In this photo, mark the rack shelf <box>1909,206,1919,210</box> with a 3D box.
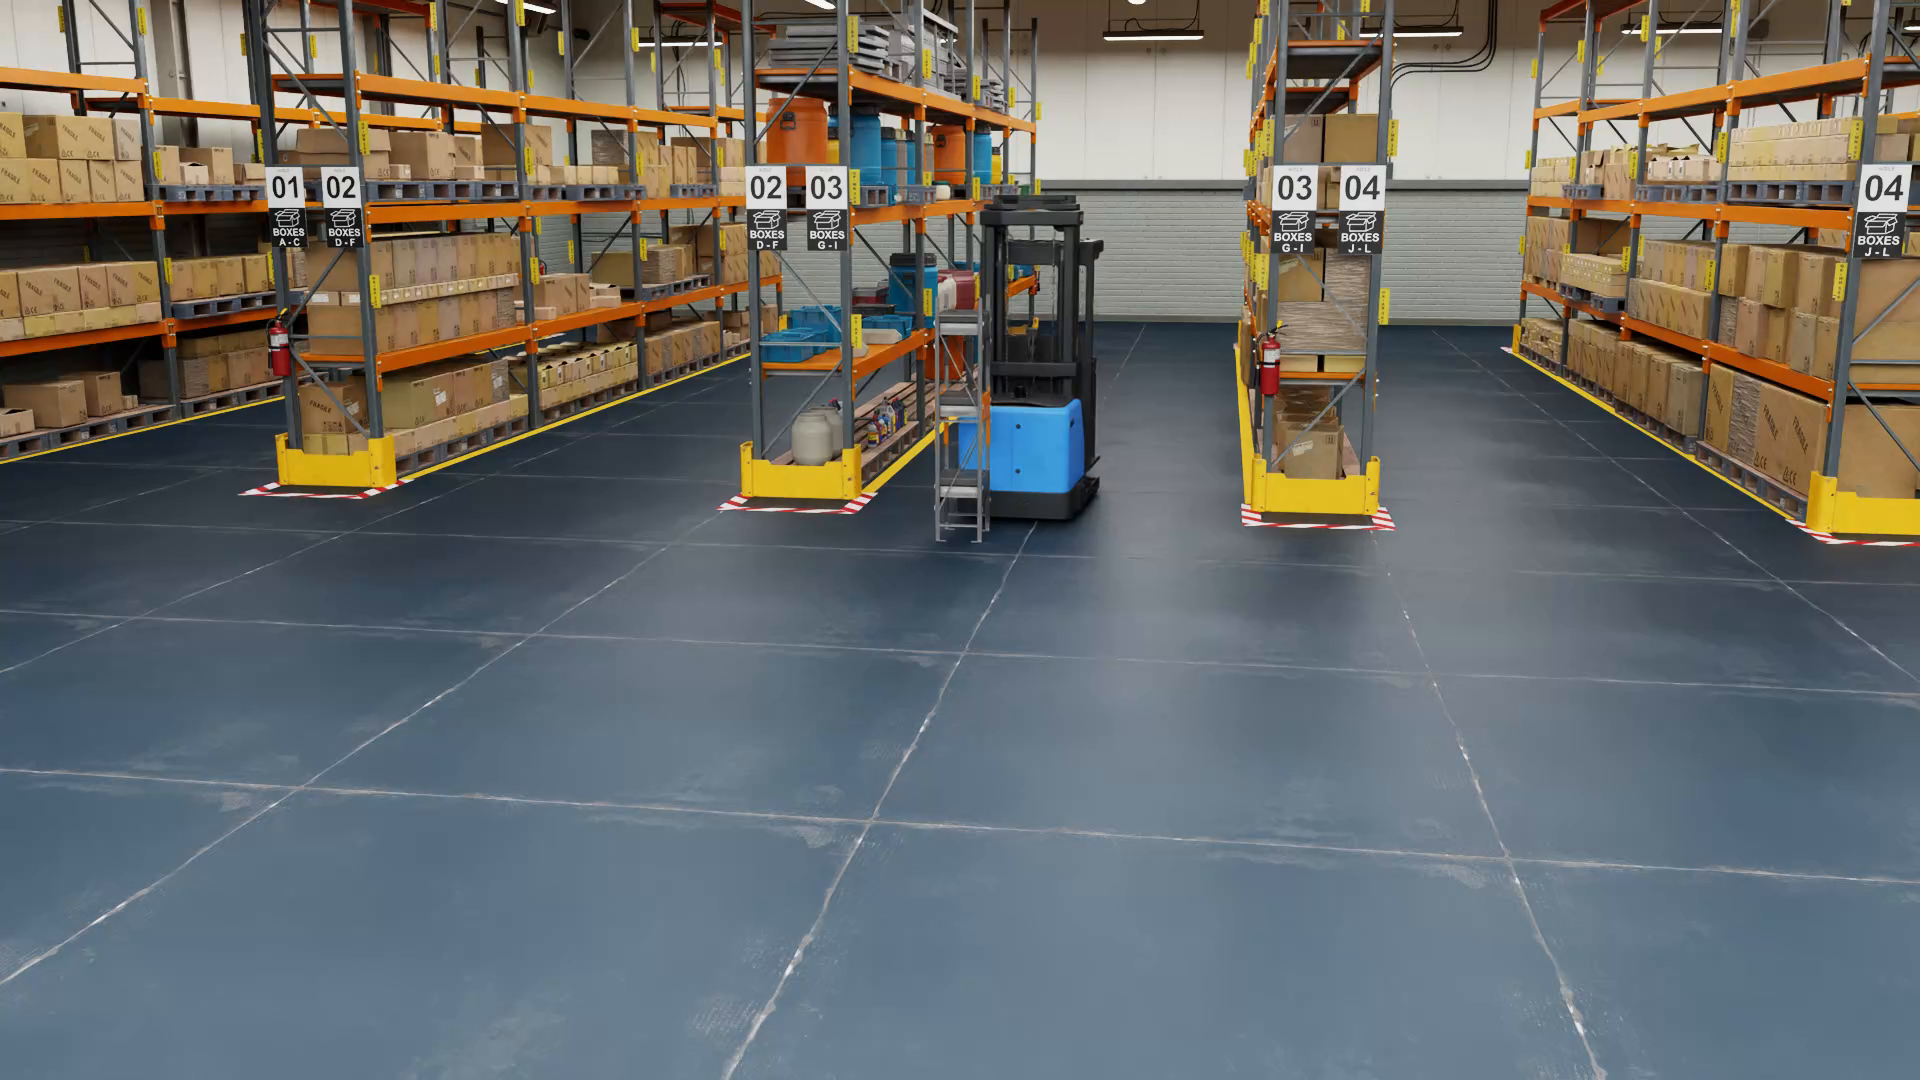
[{"bbox_3d":[14.681,-4.614,23.371,1.077,0.370,4.000,2,12,9],"label":"rack shelf"}]

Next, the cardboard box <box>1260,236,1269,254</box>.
[{"bbox_3d":[3.645,-3.169,18.762,0.500,0.500,0.500,2,12,9],"label":"cardboard box"}]

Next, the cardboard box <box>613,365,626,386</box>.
[{"bbox_3d":[-5.123,-2.362,23.864,0.500,0.250,0.500,2,12,8],"label":"cardboard box"}]

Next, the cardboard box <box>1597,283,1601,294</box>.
[{"bbox_3d":[9.167,-3.528,23.342,0.380,0.149,0.250,2,12,10],"label":"cardboard box"}]

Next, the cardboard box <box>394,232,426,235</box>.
[{"bbox_3d":[-9.394,-5.077,28.162,0.500,0.250,0.500,2,12,10],"label":"cardboard box"}]

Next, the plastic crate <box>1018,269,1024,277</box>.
[{"bbox_3d":[0.971,-4.955,30.848,0.396,0.136,0.243,2,12,9],"label":"plastic crate"}]

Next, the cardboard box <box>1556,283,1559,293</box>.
[{"bbox_3d":[9.826,-4.057,26.792,0.380,0.149,0.250,2,12,7],"label":"cardboard box"}]

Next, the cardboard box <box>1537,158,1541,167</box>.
[{"bbox_3d":[10.251,-6.553,28.885,0.380,0.149,0.250,2,12,9],"label":"cardboard box"}]

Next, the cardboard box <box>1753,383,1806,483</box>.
[{"bbox_3d":[8.408,-1.050,16.293,0.875,0.875,0.875,2,12,8],"label":"cardboard box"}]

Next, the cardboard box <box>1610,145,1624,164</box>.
[{"bbox_3d":[9.449,-5.473,23.594,0.396,0.266,0.258,2,12,9],"label":"cardboard box"}]

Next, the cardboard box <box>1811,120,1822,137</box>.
[{"bbox_3d":[8.070,-3.785,15.286,0.380,0.149,0.250,2,12,10],"label":"cardboard box"}]

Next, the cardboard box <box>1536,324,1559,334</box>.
[{"bbox_3d":[10.098,-3.618,28.518,0.380,0.149,0.250,2,12,10],"label":"cardboard box"}]

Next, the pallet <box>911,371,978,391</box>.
[{"bbox_3d":[-0.233,-2.367,24.976,1.003,0.211,1.213,2,12,9],"label":"pallet"}]

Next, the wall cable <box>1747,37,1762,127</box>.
[{"bbox_3d":[16.200,-8.874,34.312,0.463,3.000,0.029,2,12,9],"label":"wall cable"}]

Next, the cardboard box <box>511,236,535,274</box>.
[{"bbox_3d":[-8.940,-5.591,32.605,0.980,0.700,0.700,2,12,11],"label":"cardboard box"}]

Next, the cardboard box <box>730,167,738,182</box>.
[{"bbox_3d":[-4.196,-6.393,29.089,0.500,0.250,0.500,2,12,9],"label":"cardboard box"}]

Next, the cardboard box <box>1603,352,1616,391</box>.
[{"bbox_3d":[9.309,-2.351,23.220,0.500,0.500,0.500,2,12,8],"label":"cardboard box"}]

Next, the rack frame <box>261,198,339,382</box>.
[{"bbox_3d":[-10.102,-3.886,25.403,1.000,3.000,0.127,2,12,9],"label":"rack frame"}]

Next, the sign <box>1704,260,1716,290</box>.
[{"bbox_3d":[8.313,-2.933,18.421,0.100,0.325,0.005,2,12,9],"label":"sign"}]

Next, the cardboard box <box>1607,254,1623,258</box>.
[{"bbox_3d":[10.213,-4.339,25.692,0.380,0.149,0.250,2,12,11],"label":"cardboard box"}]

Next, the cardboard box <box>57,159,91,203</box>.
[{"bbox_3d":[-10.689,-4.243,19.659,0.500,0.500,0.500,1,12,6],"label":"cardboard box"}]

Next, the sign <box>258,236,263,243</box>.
[{"bbox_3d":[-10.651,-4.469,25.362,0.100,0.325,0.005,2,12,9],"label":"sign"}]

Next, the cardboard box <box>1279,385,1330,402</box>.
[{"bbox_3d":[4.081,-1.692,20.112,0.700,0.500,0.500,1,12,4],"label":"cardboard box"}]

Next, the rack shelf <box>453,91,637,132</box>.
[{"bbox_3d":[-5.515,-5.695,22.216,1.077,0.370,4.000,2,12,9],"label":"rack shelf"}]

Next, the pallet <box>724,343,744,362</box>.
[{"bbox_3d":[-4.485,-3.338,29.483,1.003,0.211,1.213,2,12,9],"label":"pallet"}]

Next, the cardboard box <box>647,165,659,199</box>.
[{"bbox_3d":[-5.095,-5.439,25.255,0.910,0.500,0.500,2,12,9],"label":"cardboard box"}]

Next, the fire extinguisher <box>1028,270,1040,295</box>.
[{"bbox_3d":[1.390,-5.027,31.766,0.296,0.674,0.183,2,12,9],"label":"fire extinguisher"}]

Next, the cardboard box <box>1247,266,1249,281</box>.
[{"bbox_3d":[5.005,-4.409,27.483,0.500,0.250,0.500,2,12,8],"label":"cardboard box"}]

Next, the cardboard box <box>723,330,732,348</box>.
[{"bbox_3d":[-4.313,-3.540,29.136,0.500,0.311,0.500,2,12,9],"label":"cardboard box"}]

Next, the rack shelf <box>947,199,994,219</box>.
[{"bbox_3d":[-0.006,-5.096,25.606,1.077,0.370,4.000,2,12,9],"label":"rack shelf"}]

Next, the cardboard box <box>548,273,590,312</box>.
[{"bbox_3d":[-5.449,-3.425,23.029,0.500,0.500,0.500,1,12,6],"label":"cardboard box"}]

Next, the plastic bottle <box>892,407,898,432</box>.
[{"bbox_3d":[-0.756,-1.401,19.276,0.061,0.283,0.133,3,12,12],"label":"plastic bottle"}]

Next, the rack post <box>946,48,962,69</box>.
[{"bbox_3d":[-0.290,-6.915,23.995,0.624,0.289,0.986,2,12,9],"label":"rack post"}]

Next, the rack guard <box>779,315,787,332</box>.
[{"bbox_3d":[-3.988,-4.154,32.580,1.175,0.500,0.348,2,12,9],"label":"rack guard"}]

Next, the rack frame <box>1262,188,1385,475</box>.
[{"bbox_3d":[3.351,-1.739,15.442,1.000,3.000,0.127,2,12,9],"label":"rack frame"}]

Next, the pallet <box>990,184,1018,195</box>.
[{"bbox_3d":[0.278,-5.605,26.710,1.213,0.211,1.003,2,12,9],"label":"pallet"}]

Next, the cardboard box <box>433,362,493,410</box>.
[{"bbox_3d":[-5.839,-1.809,19.520,0.500,0.500,0.500,2,12,9],"label":"cardboard box"}]

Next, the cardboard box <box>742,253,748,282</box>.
[{"bbox_3d":[-4.089,-4.916,29.945,0.500,0.500,0.500,2,12,8],"label":"cardboard box"}]

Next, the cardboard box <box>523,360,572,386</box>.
[{"bbox_3d":[-5.430,-2.211,21.829,0.500,0.311,0.500,2,12,8],"label":"cardboard box"}]

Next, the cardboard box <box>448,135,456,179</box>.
[{"bbox_3d":[-6.200,-4.345,18.841,0.797,0.503,0.637,3,13,15],"label":"cardboard box"}]

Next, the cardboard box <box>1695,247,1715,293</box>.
[{"bbox_3d":[8.999,-3.138,19.324,0.700,0.500,0.500,2,12,8],"label":"cardboard box"}]

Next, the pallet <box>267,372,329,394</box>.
[{"bbox_3d":[-10.224,-2.360,24.943,1.003,0.211,1.213,2,12,9],"label":"pallet"}]

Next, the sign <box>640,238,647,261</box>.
[{"bbox_3d":[-4.658,-4.275,24.460,0.100,0.325,0.005,2,12,9],"label":"sign"}]

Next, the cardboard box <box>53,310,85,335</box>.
[{"bbox_3d":[-10.714,-2.568,19.596,0.500,0.250,0.500,2,12,9],"label":"cardboard box"}]

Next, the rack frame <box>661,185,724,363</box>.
[{"bbox_3d":[-4.592,-4.559,28.526,1.000,3.000,0.127,2,12,9],"label":"rack frame"}]

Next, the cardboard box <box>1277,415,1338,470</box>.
[{"bbox_3d":[3.521,-0.977,16.844,0.500,0.500,0.500,5,13,23],"label":"cardboard box"}]

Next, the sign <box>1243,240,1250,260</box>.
[{"bbox_3d":[4.647,-4.716,27.015,0.100,0.325,0.005,2,12,9],"label":"sign"}]

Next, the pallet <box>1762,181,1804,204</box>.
[{"bbox_3d":[8.525,-3.390,16.192,1.003,0.211,1.213,2,12,9],"label":"pallet"}]

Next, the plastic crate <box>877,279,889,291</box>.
[{"bbox_3d":[-0.864,-3.269,22.392,0.402,0.464,0.583,2,12,9],"label":"plastic crate"}]

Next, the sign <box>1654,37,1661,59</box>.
[{"bbox_3d":[10.631,-7.505,25.365,0.100,0.325,0.005,2,12,9],"label":"sign"}]

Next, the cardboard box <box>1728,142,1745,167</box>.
[{"bbox_3d":[8.499,-4.090,17.646,0.500,0.250,0.500,2,12,9],"label":"cardboard box"}]

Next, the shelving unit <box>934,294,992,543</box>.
[{"bbox_3d":[0.025,-1.061,14.432,0.431,2.100,0.503,2,12,9],"label":"shelving unit"}]

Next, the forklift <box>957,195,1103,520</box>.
[{"bbox_3d":[0.788,-1.877,16.248,1.130,2.935,3.031,3,12,12],"label":"forklift"}]

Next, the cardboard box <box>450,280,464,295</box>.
[{"bbox_3d":[-5.887,-2.876,18.942,0.380,0.149,0.250,2,12,11],"label":"cardboard box"}]

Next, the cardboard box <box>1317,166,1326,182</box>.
[{"bbox_3d":[3.241,-3.445,15.649,0.380,0.149,0.250,1,12,7],"label":"cardboard box"}]

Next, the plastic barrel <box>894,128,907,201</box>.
[{"bbox_3d":[-0.964,-4.692,20.837,0.600,0.901,0.600,0,12,0],"label":"plastic barrel"}]
